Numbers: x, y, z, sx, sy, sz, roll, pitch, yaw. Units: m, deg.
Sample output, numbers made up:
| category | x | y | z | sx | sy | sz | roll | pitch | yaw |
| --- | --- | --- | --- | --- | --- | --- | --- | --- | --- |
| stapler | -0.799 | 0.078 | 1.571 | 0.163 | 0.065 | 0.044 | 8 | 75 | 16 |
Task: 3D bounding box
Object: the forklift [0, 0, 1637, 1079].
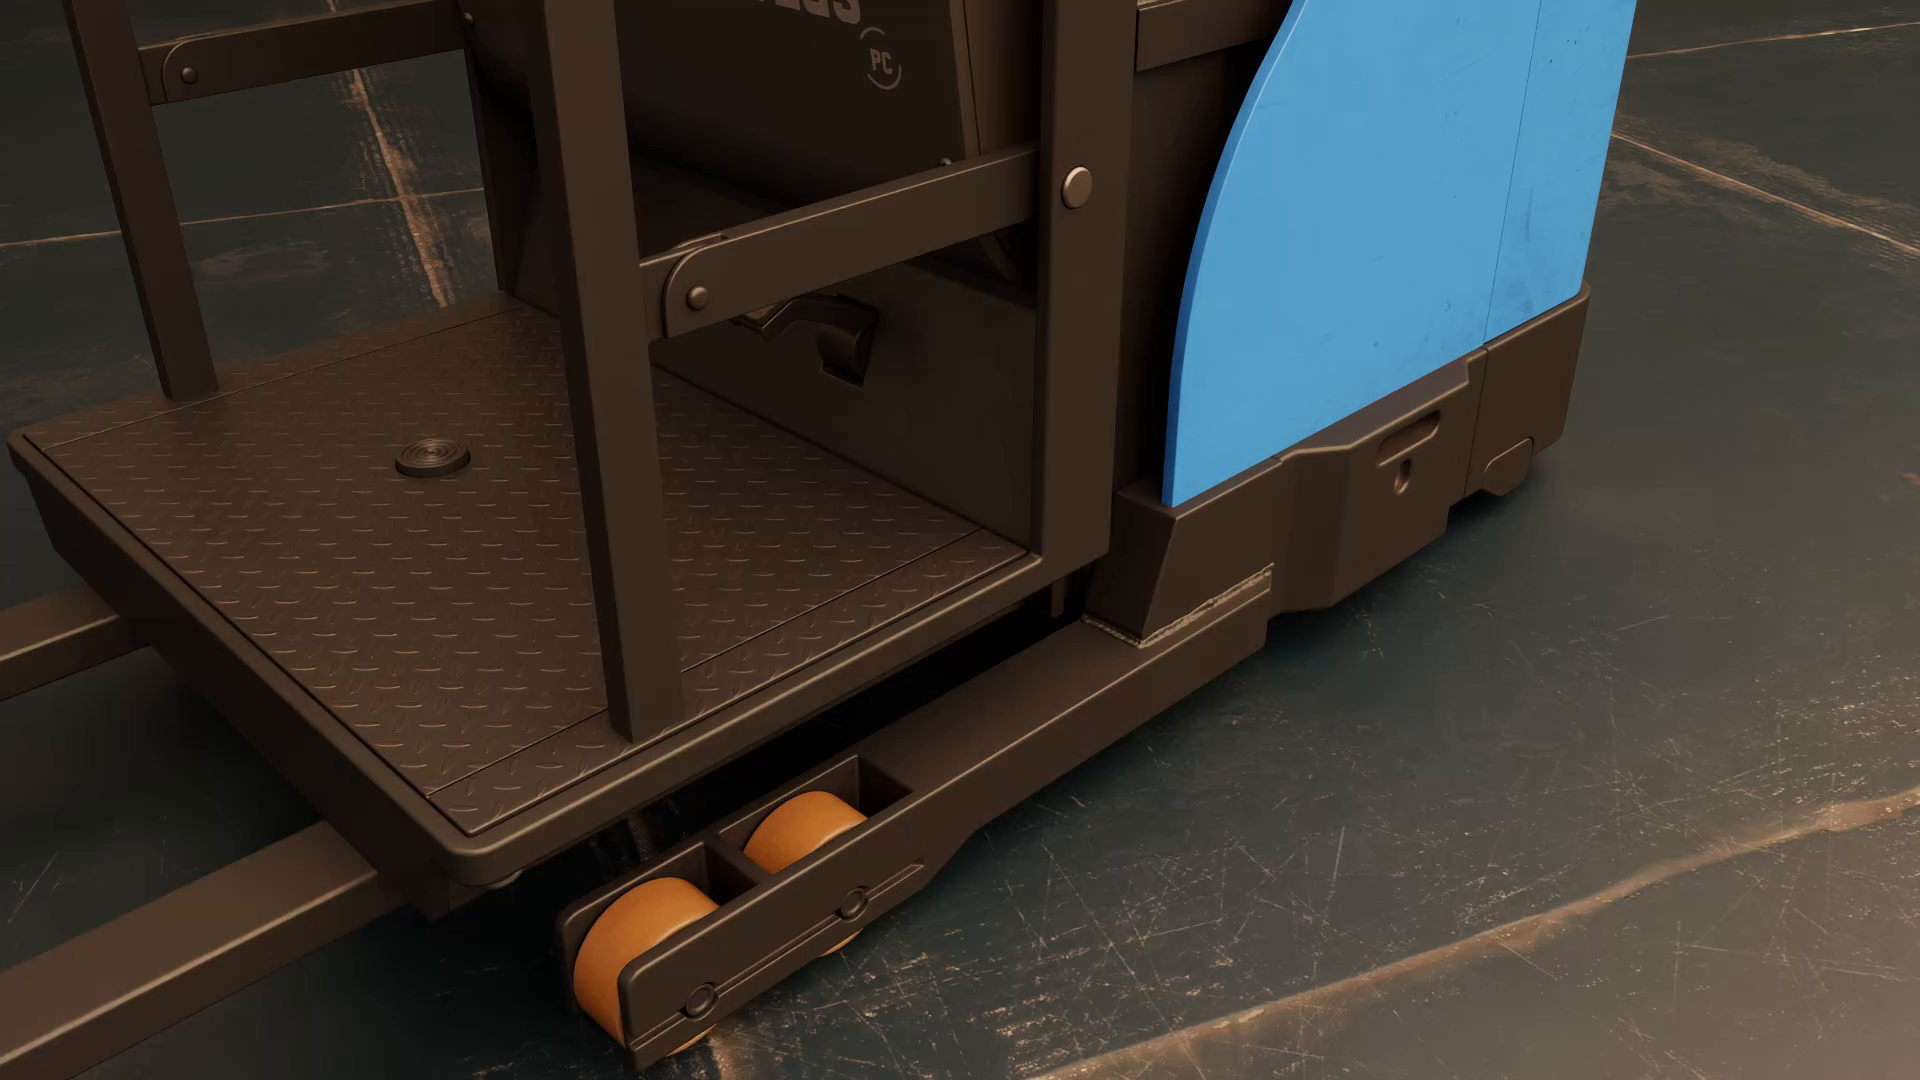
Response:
| category | x | y | z | sx | sy | sz | roll | pitch | yaw |
| --- | --- | --- | --- | --- | --- | --- | --- | --- | --- |
| forklift | -0.435 | -1.063 | 1.405 | 3.031 | 2.935 | 1.130 | -26 | 39 | -37 |
